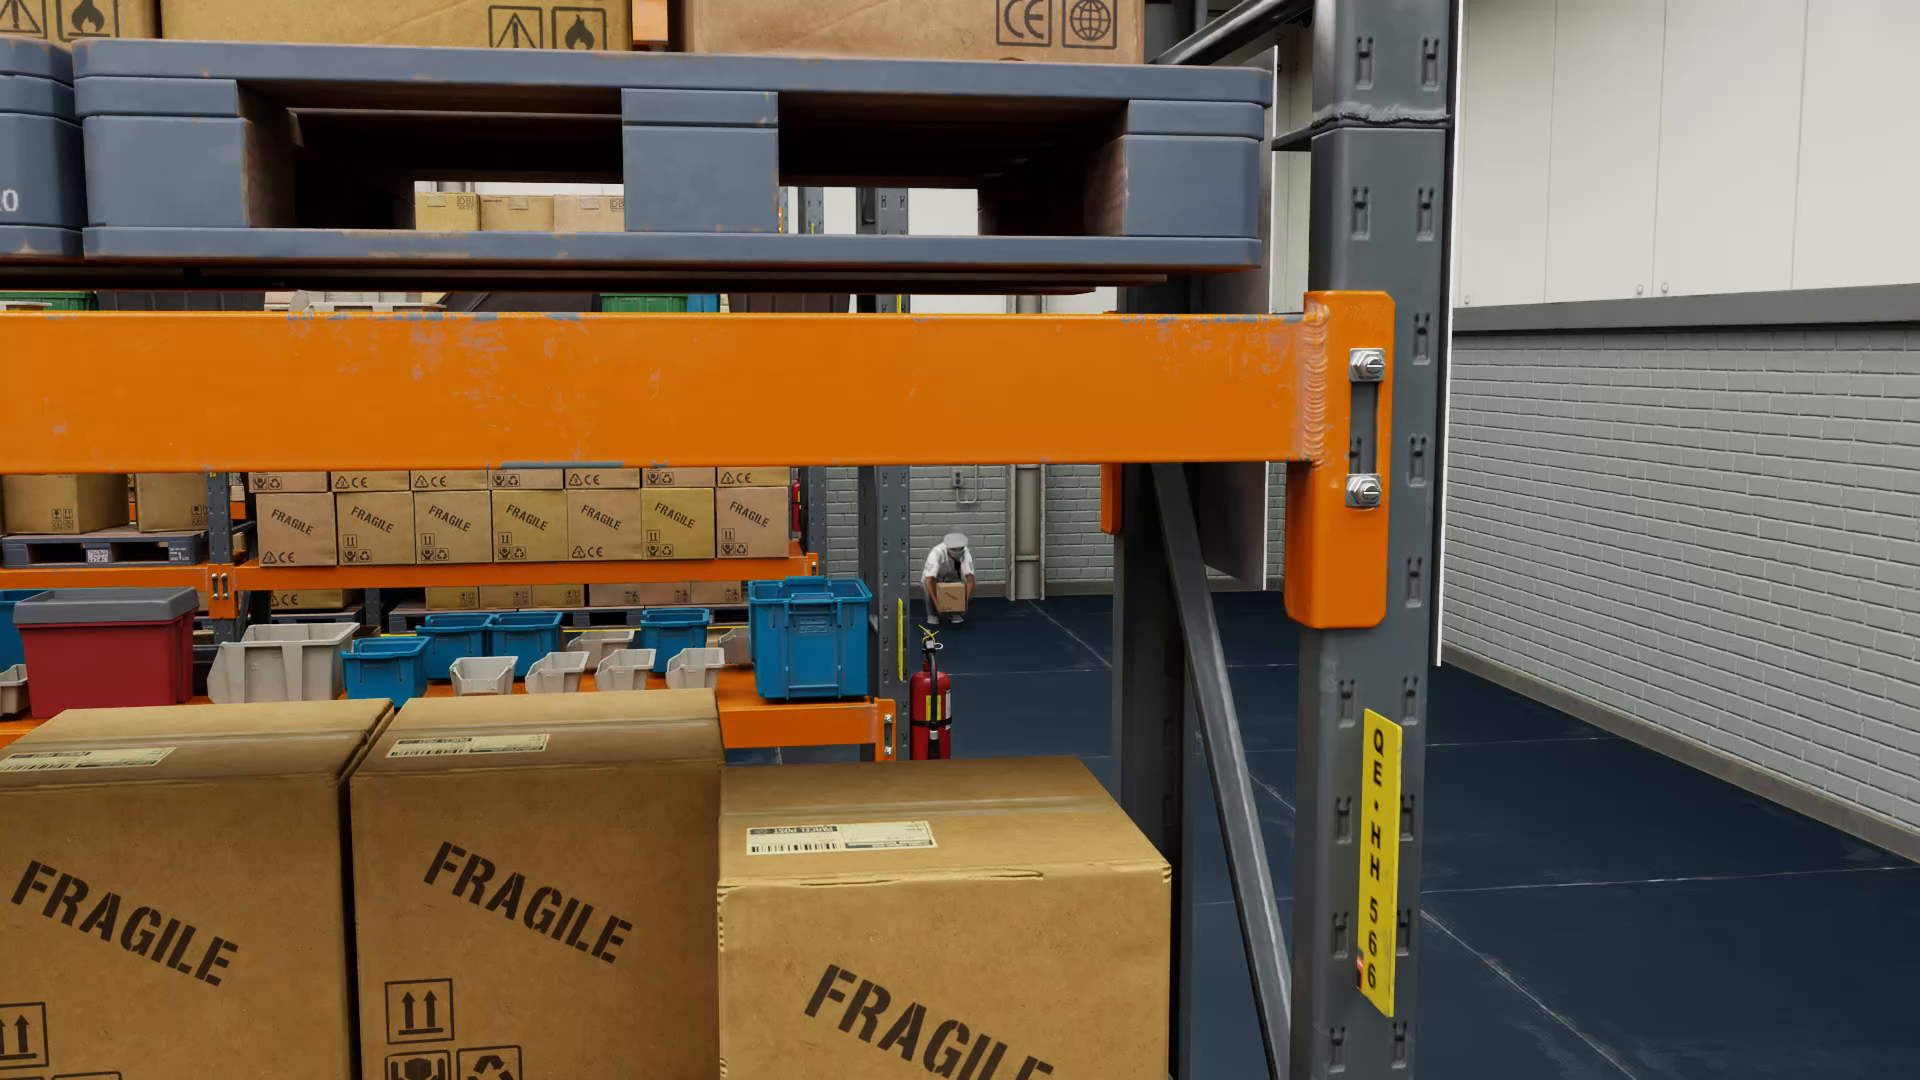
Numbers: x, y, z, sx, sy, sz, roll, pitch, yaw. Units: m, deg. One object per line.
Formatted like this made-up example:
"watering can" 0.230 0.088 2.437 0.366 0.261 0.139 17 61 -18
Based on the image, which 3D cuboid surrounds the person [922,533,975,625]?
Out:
"person" -4.456 0.555 11.302 10.686 1.845 10.192 -1 7 -9
